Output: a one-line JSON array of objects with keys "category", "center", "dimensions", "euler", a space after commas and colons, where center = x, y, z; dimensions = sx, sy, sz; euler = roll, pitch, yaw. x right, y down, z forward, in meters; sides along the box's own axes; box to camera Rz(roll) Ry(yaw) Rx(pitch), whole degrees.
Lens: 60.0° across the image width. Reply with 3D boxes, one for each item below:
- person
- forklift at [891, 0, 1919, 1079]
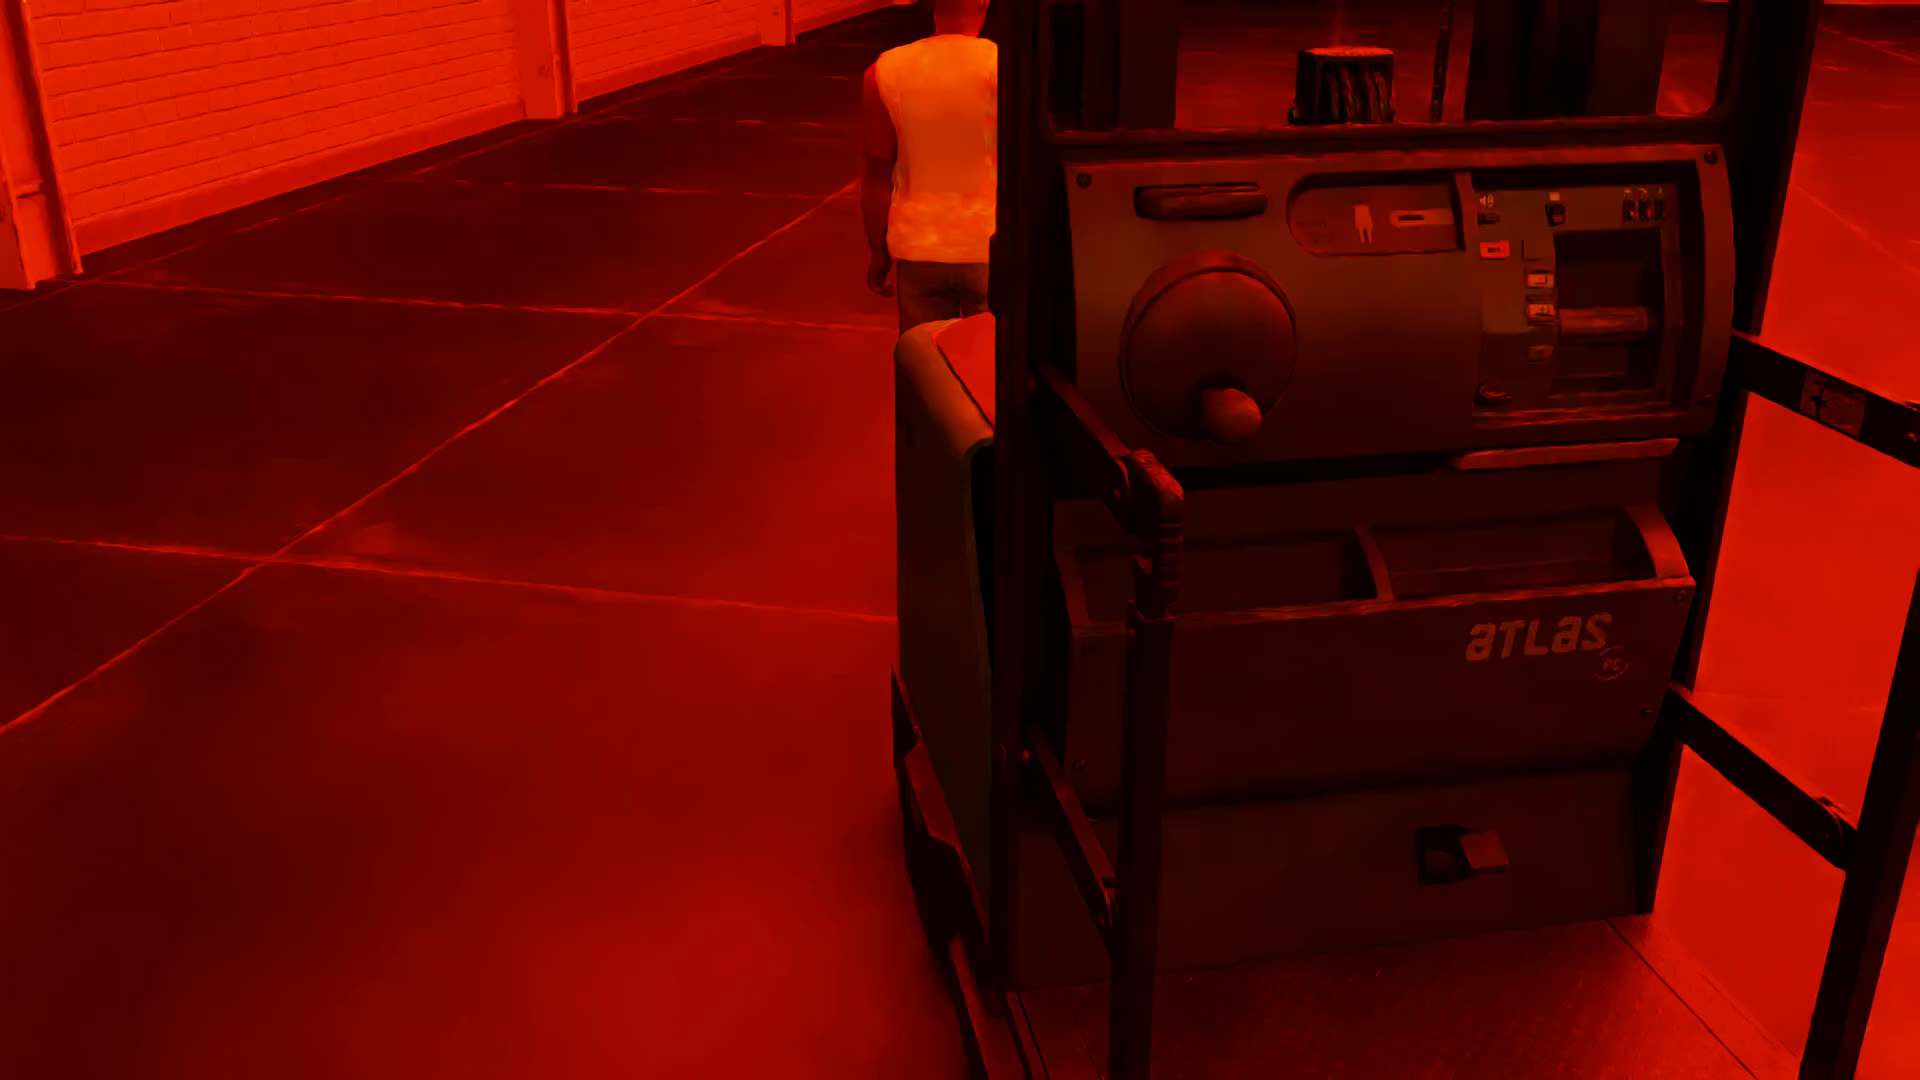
[{"category": "person", "center": [0.002, -0.823, 4.827], "dimensions": [0.559, 1.771, 0.367], "euler": [5, 23, 11]}, {"category": "forklift", "center": [0.637, -0.304, 2.012], "dimensions": [1.130, 2.935, 3.031], "euler": [-4, 23, -10]}]
